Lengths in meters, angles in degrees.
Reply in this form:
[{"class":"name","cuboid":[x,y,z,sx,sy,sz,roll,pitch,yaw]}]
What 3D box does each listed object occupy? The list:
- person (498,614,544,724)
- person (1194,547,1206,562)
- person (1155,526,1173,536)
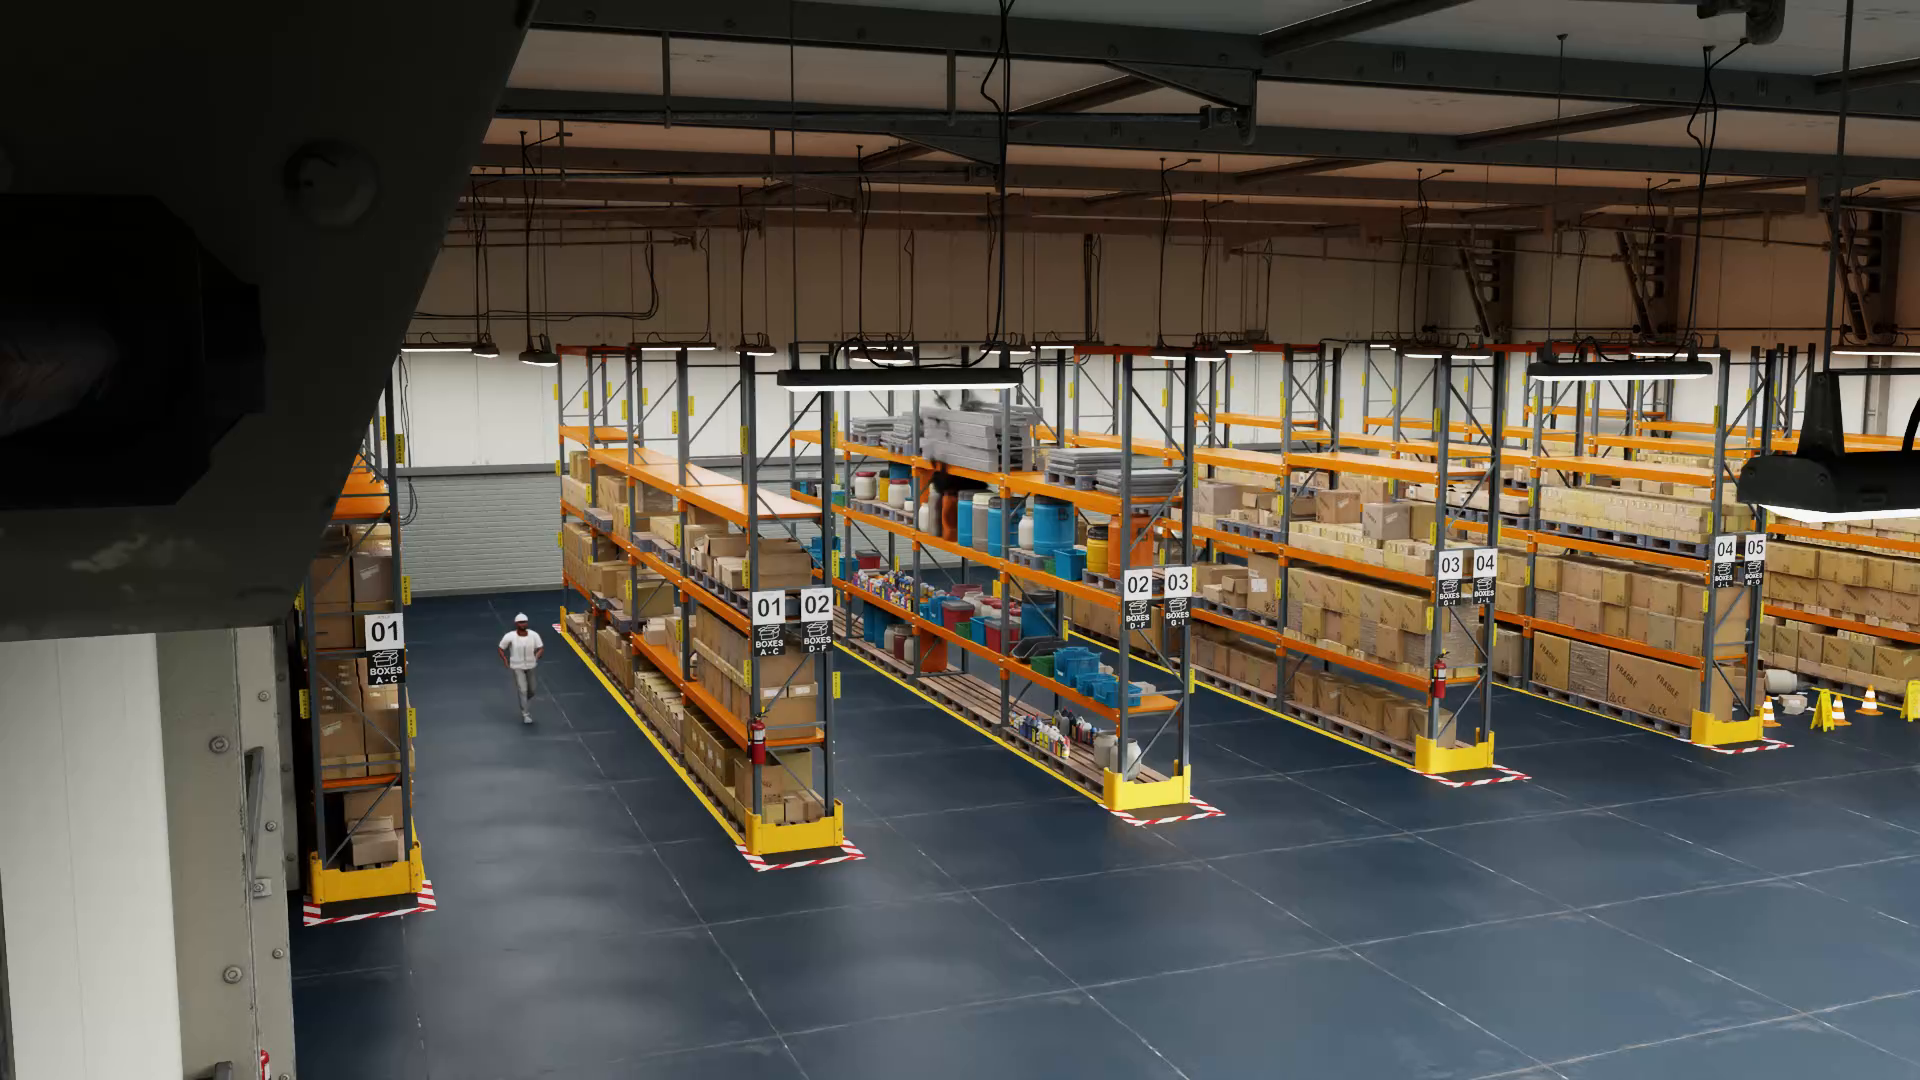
[{"class":"person","cuboid":[-7.075,2.059,26.910,0.714,1.740,0.856,-4,8,-29]},{"class":"person","cuboid":[6.186,0.212,41.674,0.732,1.699,0.598,-4,8,-27]},{"class":"person","cuboid":[4.975,0.301,40.742,0.678,1.782,0.834,6,10,41]}]
